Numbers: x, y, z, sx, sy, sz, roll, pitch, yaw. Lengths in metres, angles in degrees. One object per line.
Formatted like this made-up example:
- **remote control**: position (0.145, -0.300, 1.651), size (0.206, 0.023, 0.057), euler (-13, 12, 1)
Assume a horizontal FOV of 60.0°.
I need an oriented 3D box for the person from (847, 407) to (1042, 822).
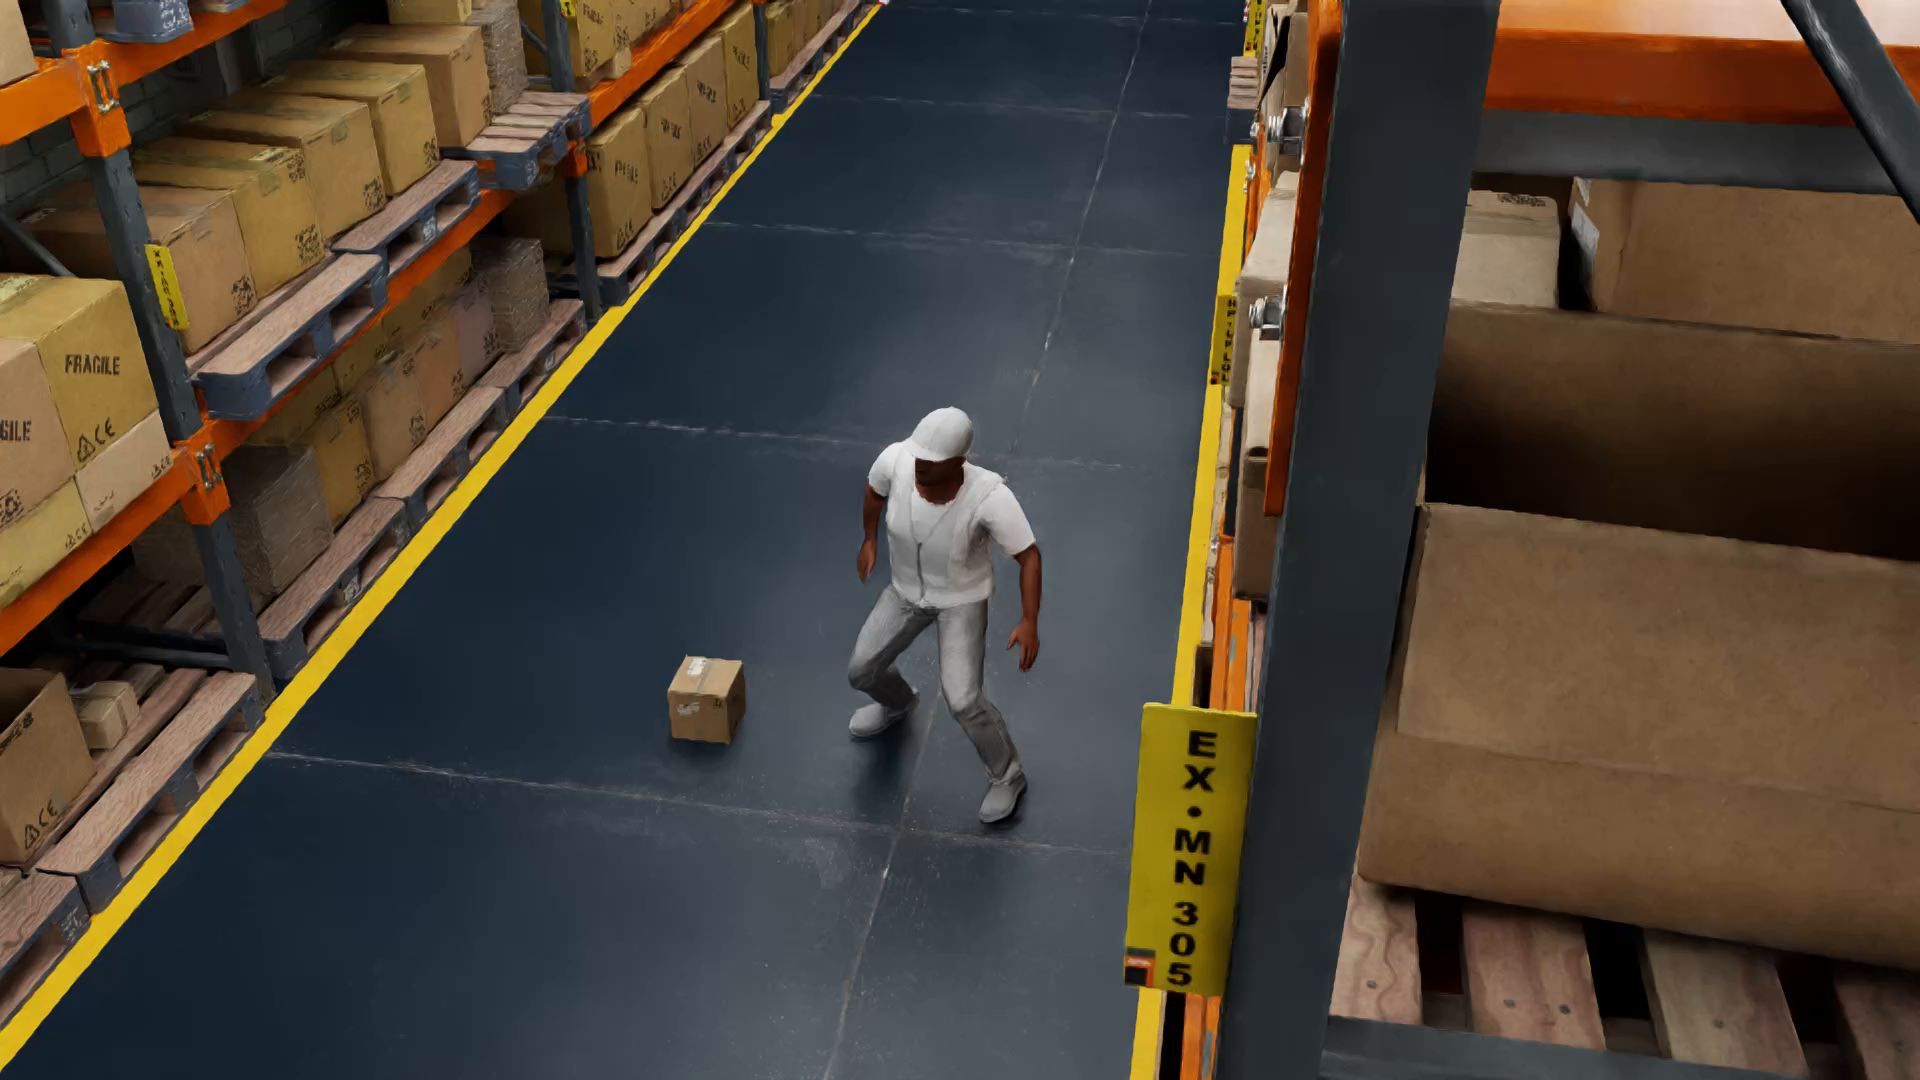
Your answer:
- **person**: position (-0.081, 0.216, 6.428), size (0.897, 1.614, 0.537), euler (19, 37, 27)
